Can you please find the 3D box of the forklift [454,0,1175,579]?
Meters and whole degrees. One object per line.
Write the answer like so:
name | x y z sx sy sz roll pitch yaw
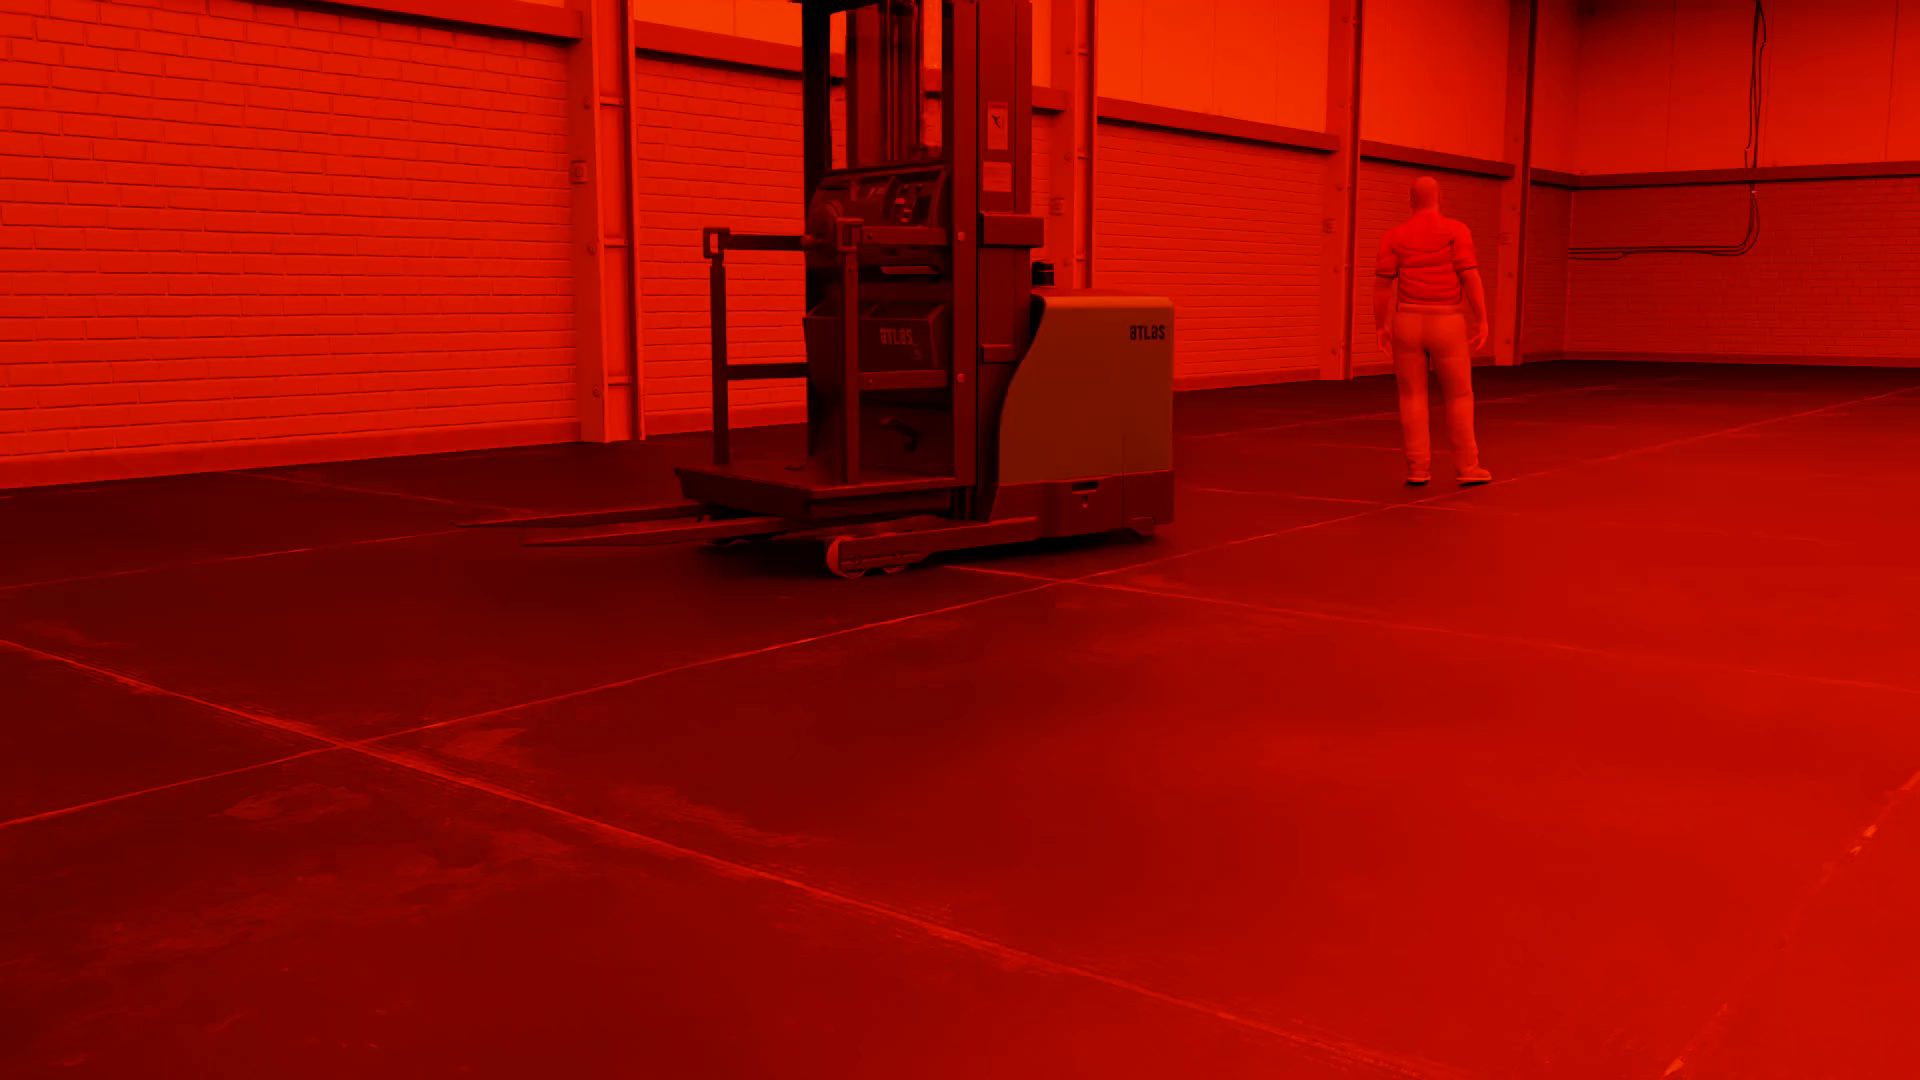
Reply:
forklift | -0.513 -1.387 6.760 3.031 2.935 1.130 -6 11 -37

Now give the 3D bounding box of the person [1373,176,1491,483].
person | 2.712 -1.191 9.520 0.641 1.727 0.550 5 9 28
